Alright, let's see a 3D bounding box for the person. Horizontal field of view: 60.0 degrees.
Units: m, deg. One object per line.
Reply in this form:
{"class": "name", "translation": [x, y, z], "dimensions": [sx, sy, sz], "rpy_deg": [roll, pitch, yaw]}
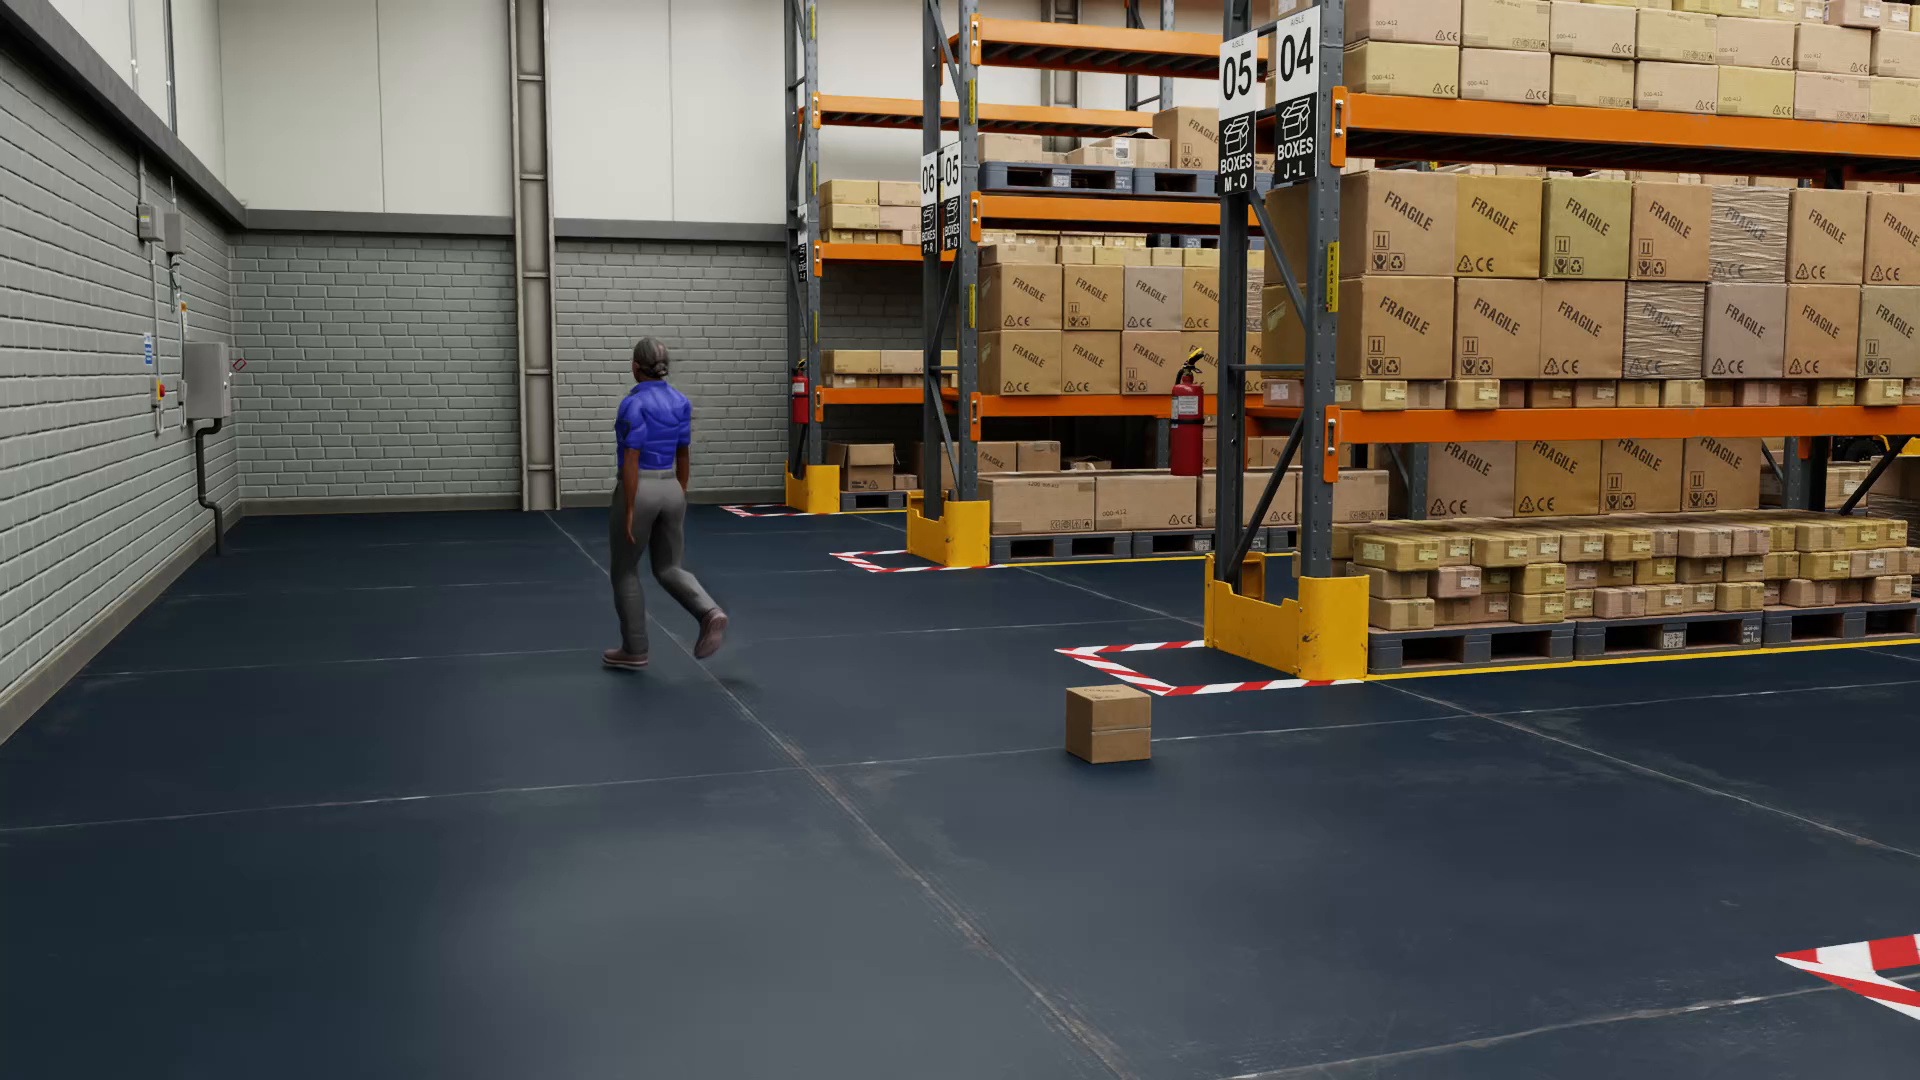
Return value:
{"class": "person", "translation": [-1.491, -0.178, 8.198], "dimensions": [0.708, 1.631, 0.445], "rpy_deg": [5, 8, 41]}
